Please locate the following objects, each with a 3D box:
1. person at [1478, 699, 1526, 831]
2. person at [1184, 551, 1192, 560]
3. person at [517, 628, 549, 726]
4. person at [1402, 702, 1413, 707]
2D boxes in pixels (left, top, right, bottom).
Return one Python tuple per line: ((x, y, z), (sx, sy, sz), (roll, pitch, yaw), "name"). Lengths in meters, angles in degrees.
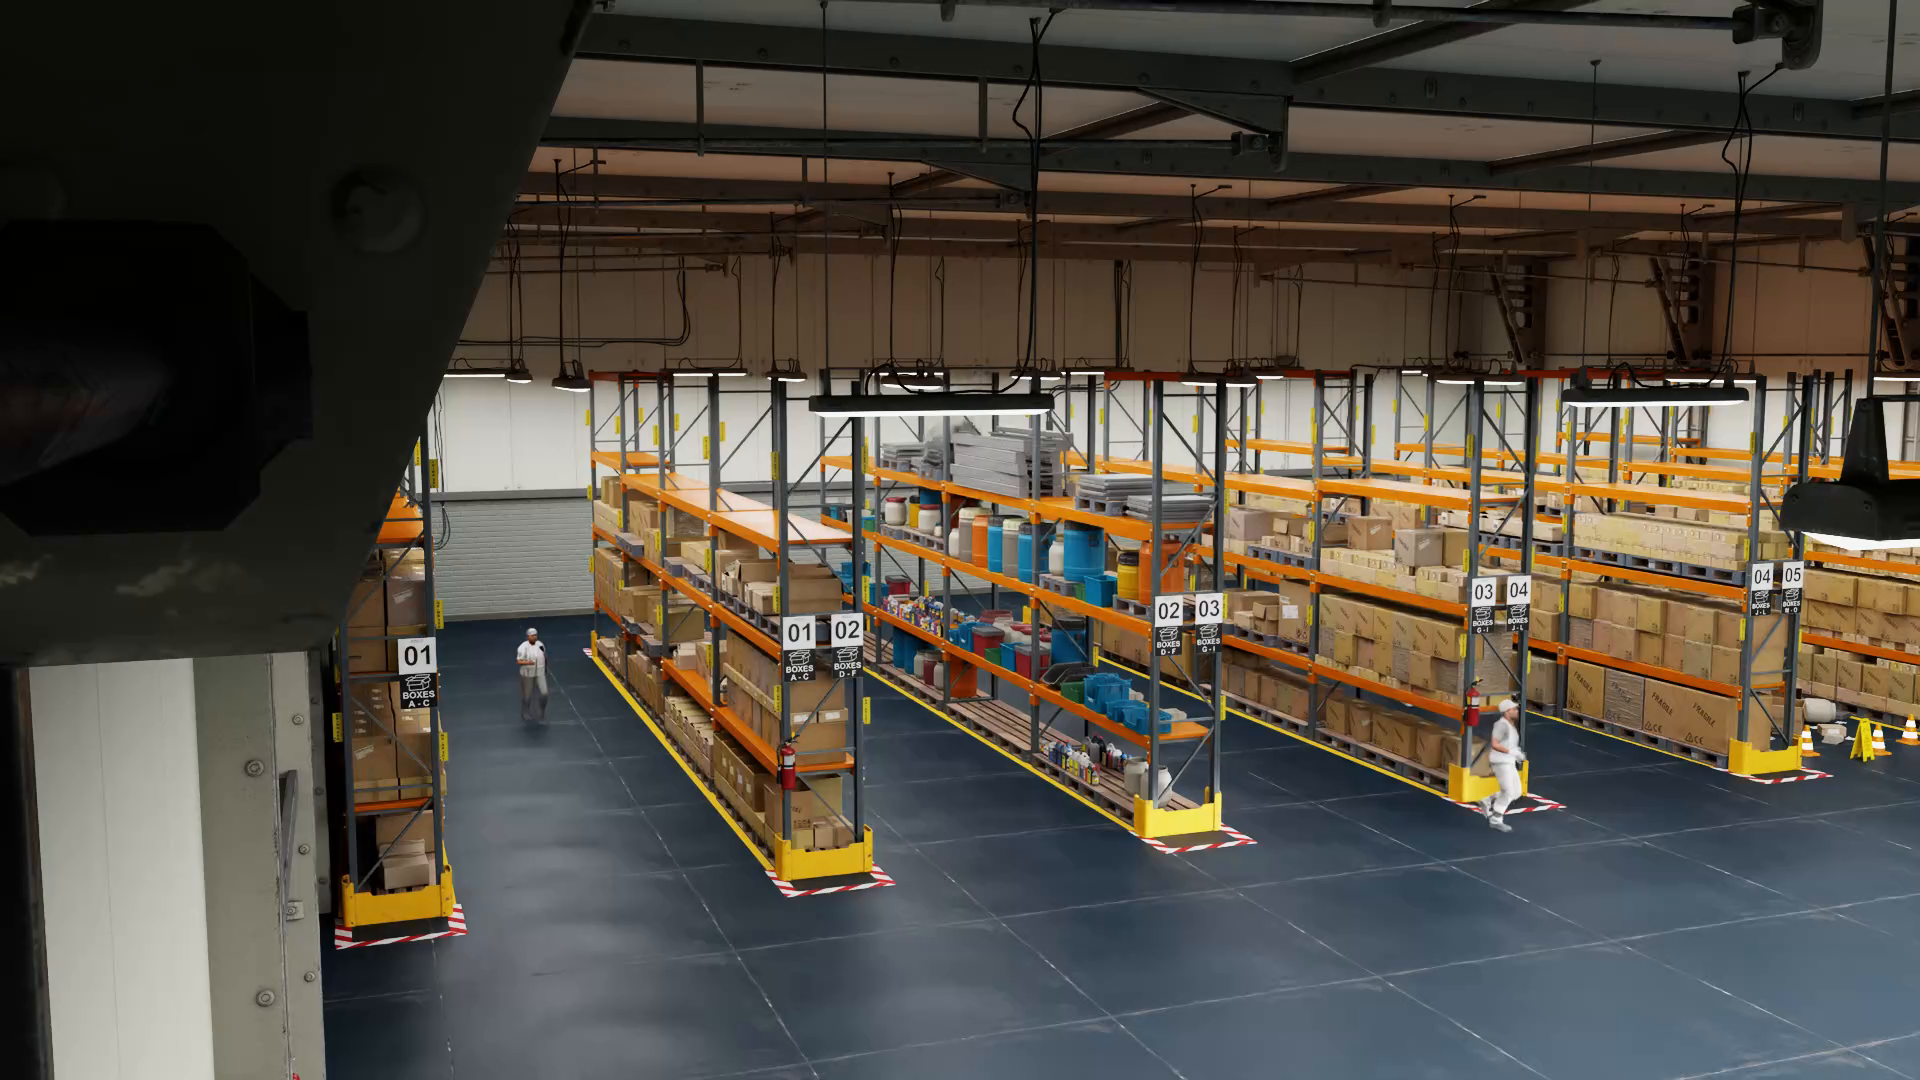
((7.315, 2.995, 22.289), (0.604, 1.727, 0.685), (4, 8, 35), "person")
((5.409, 0.962, 40.823), (0.744, 1.630, 0.832), (5, 8, 39), "person")
((-7.308, 2.345, 28.476), (0.554, 1.705, 0.759), (-4, 7, -31), "person")
((8.112, 2.180, 30.016), (0.610, 1.630, 0.569), (-3, 7, -24), "person")
